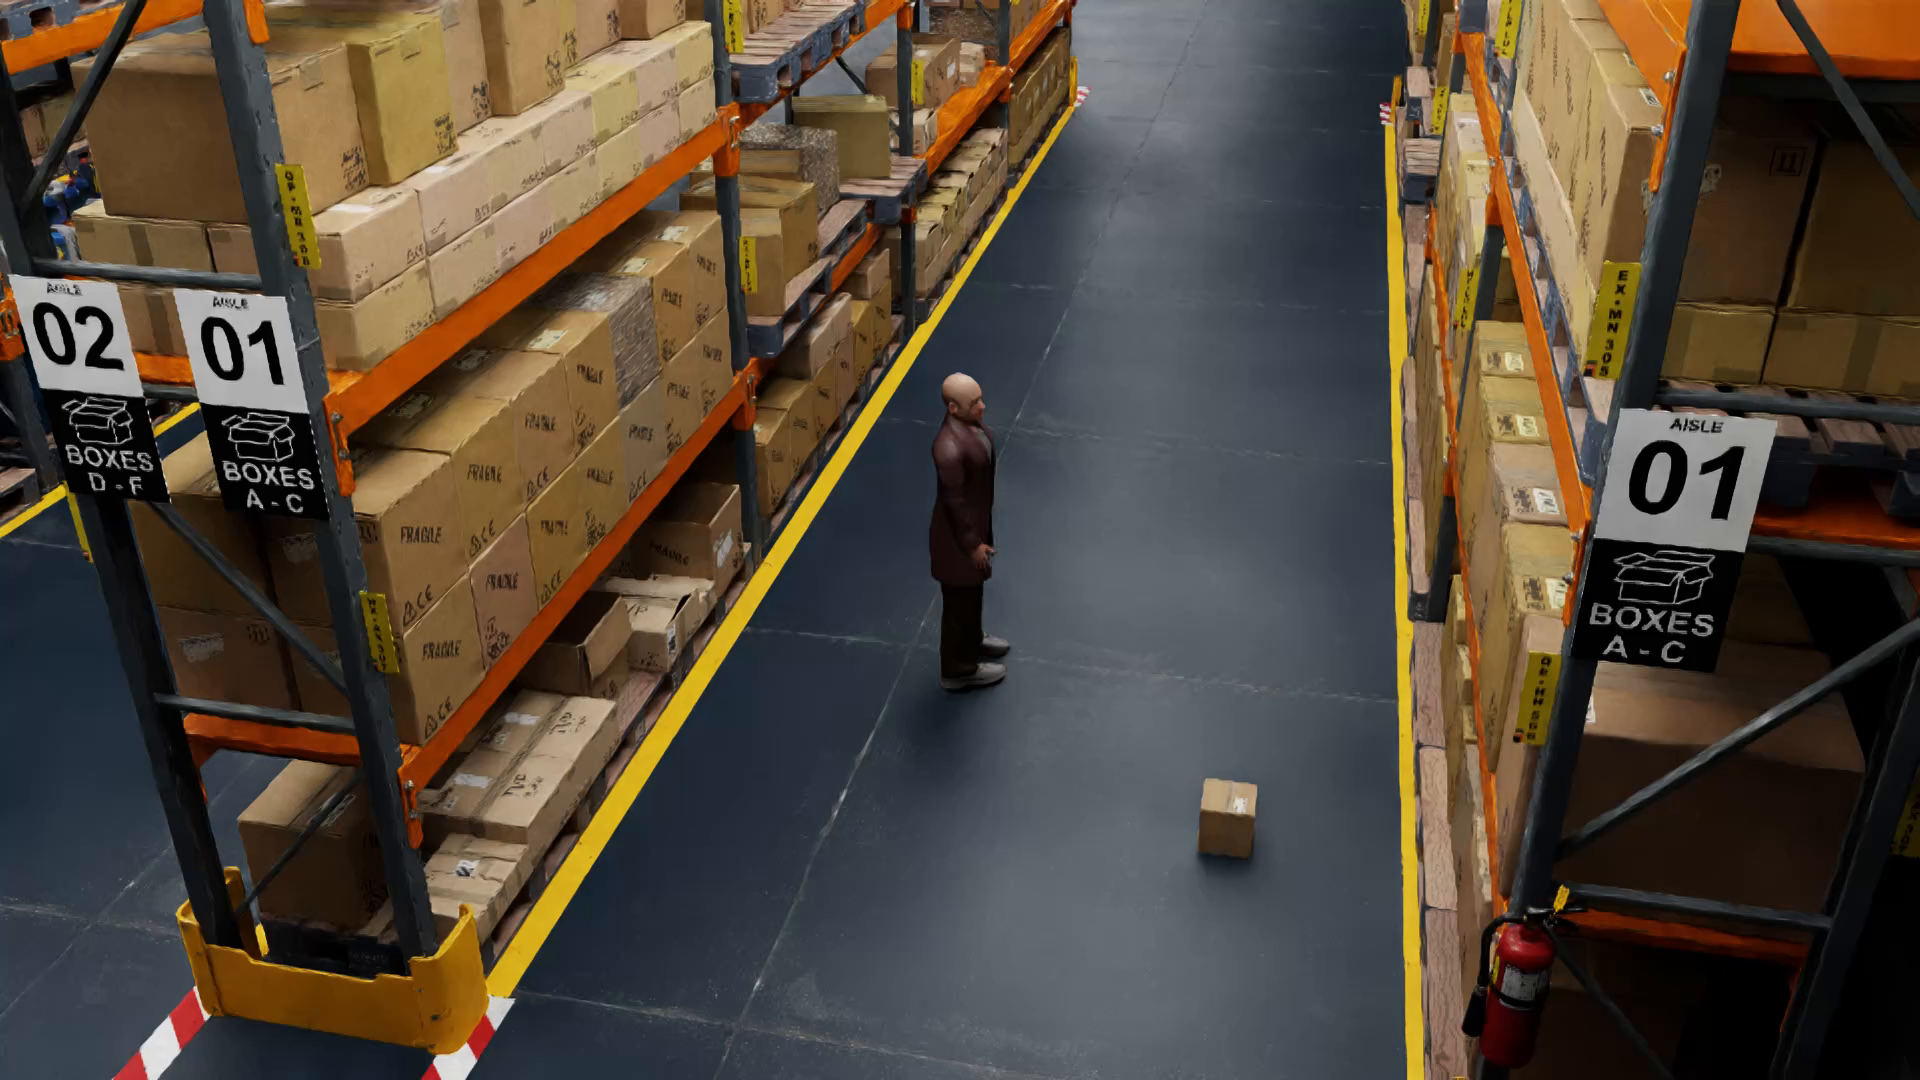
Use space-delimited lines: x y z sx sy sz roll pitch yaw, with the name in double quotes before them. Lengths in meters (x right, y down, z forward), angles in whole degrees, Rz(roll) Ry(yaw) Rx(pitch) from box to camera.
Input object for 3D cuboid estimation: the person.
"person" 0.055 -0.060 8.716 0.403 1.778 0.593 5 29 9
